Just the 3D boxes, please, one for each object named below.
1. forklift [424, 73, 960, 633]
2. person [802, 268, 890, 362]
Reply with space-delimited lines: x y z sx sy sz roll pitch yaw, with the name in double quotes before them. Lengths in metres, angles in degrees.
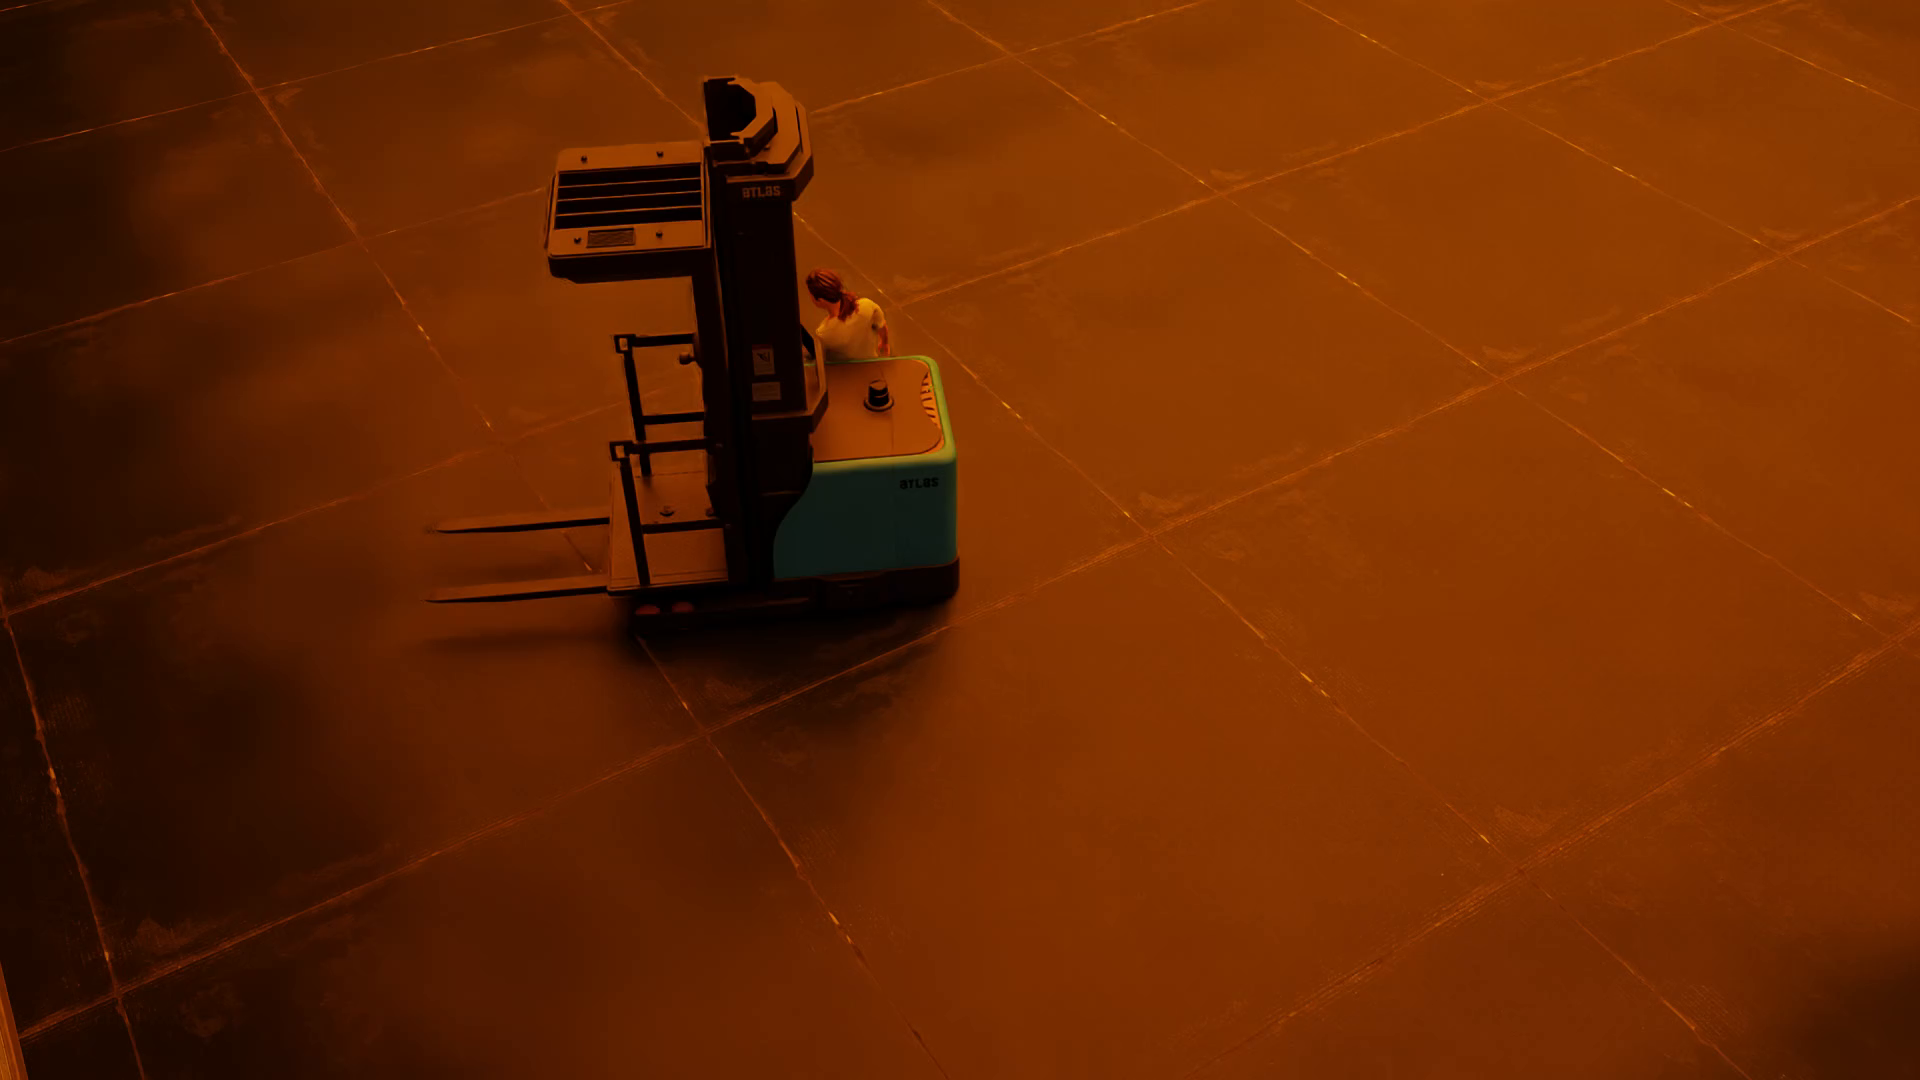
"forklift" -1.561 -0.943 8.950 3.031 2.935 1.130 -5 41 -6
"person" -0.786 -1.035 10.051 0.857 1.564 0.764 30 49 30
